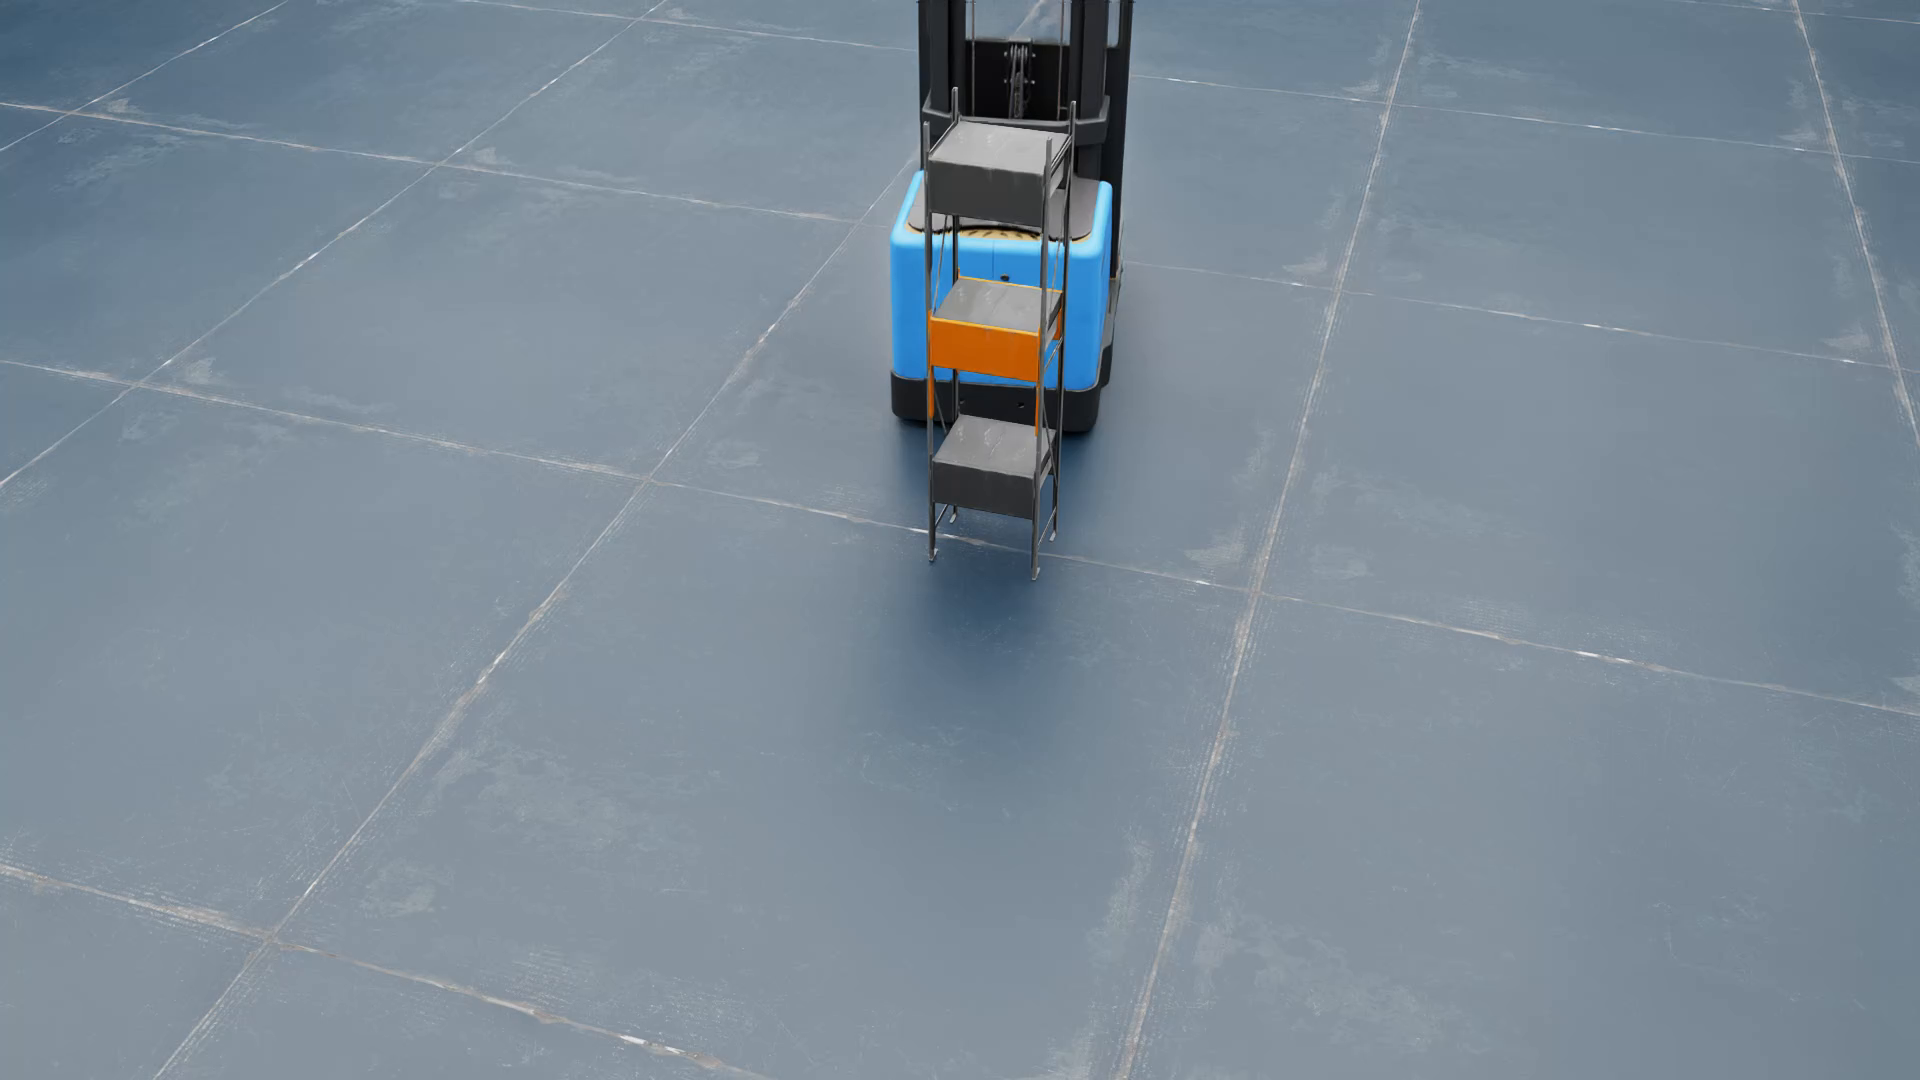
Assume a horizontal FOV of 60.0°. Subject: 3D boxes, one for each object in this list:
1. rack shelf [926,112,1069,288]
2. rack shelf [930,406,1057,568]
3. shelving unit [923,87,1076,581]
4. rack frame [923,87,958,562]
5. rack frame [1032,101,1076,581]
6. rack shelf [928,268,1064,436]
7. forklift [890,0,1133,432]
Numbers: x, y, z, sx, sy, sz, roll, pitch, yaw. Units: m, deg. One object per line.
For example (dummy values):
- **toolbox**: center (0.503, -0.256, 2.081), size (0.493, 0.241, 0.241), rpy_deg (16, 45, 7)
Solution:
- **rack shelf**: center (0.158, -1.369, 6.681), size (0.480, 0.518, 0.431), rpy_deg (10, 38, 14)
- **rack shelf**: center (0.158, -0.242, 7.511), size (0.480, 0.518, 0.431), rpy_deg (10, 38, 14)
- **shelving unit**: center (0.158, -0.816, 7.088), size (0.503, 2.100, 0.431), rpy_deg (10, 38, 14)
- **rack frame**: center (-0.075, -0.860, 7.146), size (0.015, 2.100, 0.400), rpy_deg (10, 38, 14)
- **rack frame**: center (0.391, -0.773, 7.029), size (0.015, 2.100, 0.400), rpy_deg (10, 38, 14)
- **rack shelf**: center (0.158, -0.805, 7.096), size (0.480, 0.518, 0.431), rpy_deg (10, 38, 14)
- **forklift**: center (0.365, -2.590, 8.796), size (1.130, 2.935, 3.031), rpy_deg (5, 37, 6)
